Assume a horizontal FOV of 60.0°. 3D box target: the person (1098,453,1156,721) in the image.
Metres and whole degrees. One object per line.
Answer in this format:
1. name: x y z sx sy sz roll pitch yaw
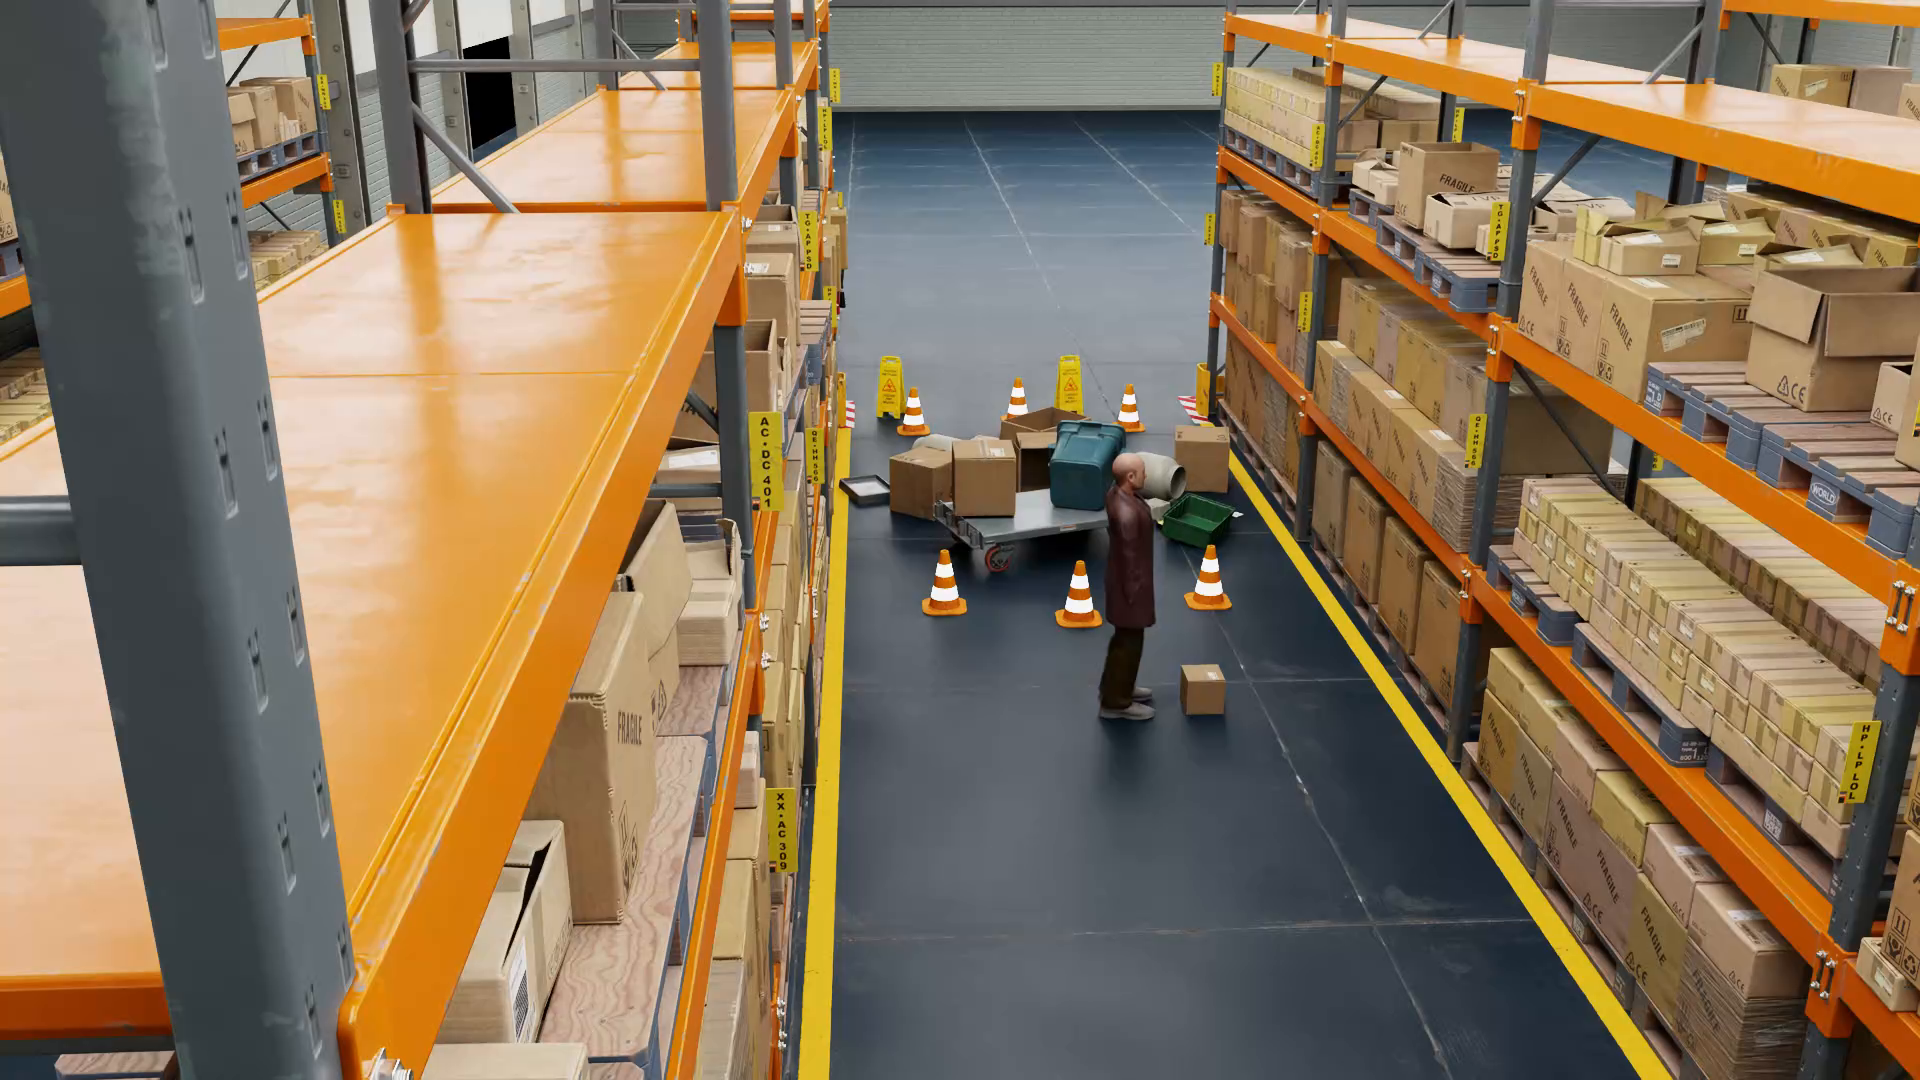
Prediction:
1. person: 1.109 0.286 10.821 0.396 1.776 0.563 -1 20 -2
